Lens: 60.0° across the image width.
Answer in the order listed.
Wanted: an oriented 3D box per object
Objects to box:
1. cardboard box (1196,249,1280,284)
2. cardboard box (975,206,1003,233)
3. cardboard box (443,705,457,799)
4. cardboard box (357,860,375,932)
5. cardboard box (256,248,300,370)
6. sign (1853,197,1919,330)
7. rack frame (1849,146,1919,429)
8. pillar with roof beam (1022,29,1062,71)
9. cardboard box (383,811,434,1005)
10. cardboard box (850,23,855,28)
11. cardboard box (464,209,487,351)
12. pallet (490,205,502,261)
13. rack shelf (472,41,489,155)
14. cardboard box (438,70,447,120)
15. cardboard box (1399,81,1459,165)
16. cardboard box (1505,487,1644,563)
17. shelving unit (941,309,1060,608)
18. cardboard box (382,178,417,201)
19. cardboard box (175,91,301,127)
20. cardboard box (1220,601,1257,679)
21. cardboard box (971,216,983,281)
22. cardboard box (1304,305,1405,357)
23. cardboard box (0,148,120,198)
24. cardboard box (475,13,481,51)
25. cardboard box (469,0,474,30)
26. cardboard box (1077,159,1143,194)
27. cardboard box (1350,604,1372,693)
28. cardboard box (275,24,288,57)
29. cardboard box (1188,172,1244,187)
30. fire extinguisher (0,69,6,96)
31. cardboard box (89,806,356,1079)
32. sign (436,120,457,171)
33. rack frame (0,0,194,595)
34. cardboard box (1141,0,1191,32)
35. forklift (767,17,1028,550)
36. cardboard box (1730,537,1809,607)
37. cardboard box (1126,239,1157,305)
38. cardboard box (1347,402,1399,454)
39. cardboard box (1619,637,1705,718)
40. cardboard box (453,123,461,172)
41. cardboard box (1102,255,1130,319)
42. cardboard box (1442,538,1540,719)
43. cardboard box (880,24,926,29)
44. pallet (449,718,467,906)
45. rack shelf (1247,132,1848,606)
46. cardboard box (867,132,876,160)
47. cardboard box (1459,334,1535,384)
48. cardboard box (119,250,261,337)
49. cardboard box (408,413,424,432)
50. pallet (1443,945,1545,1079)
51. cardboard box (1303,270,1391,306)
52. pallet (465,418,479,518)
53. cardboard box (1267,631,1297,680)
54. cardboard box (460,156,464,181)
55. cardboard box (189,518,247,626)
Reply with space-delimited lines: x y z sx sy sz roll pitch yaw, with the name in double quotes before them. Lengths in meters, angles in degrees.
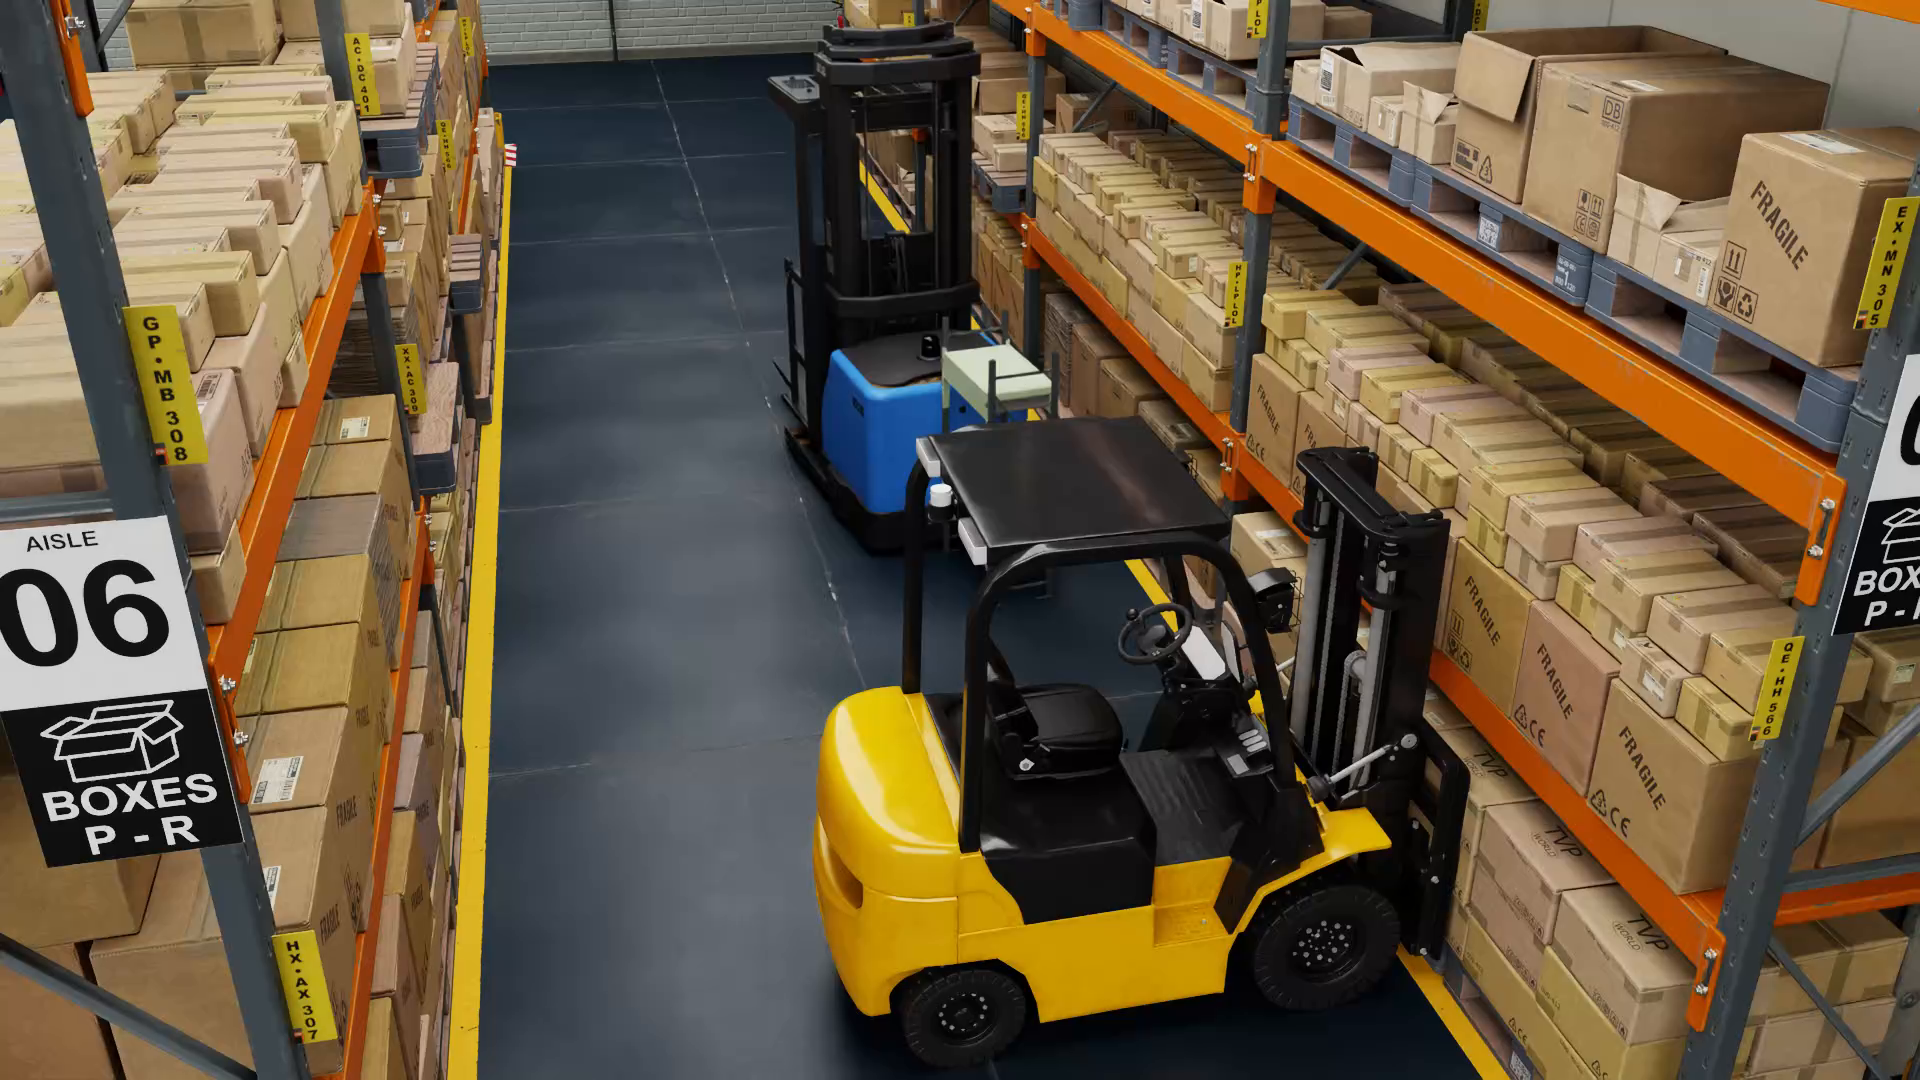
"cardboard box" 1.499 -1.458 8.979 0.380 0.149 0.250 -6 27 -12
"cardboard box" 0.341 -2.666 13.790 0.380 0.149 0.250 -7 28 -14
"cardboard box" -2.568 1.006 7.514 0.500 0.250 0.500 -5 27 -9
"cardboard box" -2.000 1.081 5.058 0.380 0.149 0.250 -6 27 -11
"cardboard box" -2.160 -0.610 4.637 0.500 0.250 0.500 -5 27 -10
"sign" 2.242 -0.666 4.018 0.100 0.325 0.005 -6 27 -12
"rack frame" 2.774 -1.695 3.620 1.000 3.000 0.127 -6 27 -12
"pillar with roof beam" -3.404 -6.923 13.978 9.100 9.000 0.400 -6 27 -12
"cardboard box" -2.207 1.352 5.996 0.500 0.500 0.500 -5 27 -11
"cardboard box" -1.026 -5.756 18.604 0.380 0.149 0.250 -6 27 -12
"cardboard box" -4.136 -1.965 12.707 0.875 0.875 0.875 -6 27 -11
"pallet" -4.861 -2.876 15.713 1.003 0.211 1.213 -6 27 -12
"rack shelf" -5.217 -4.336 16.309 1.077 0.370 4.000 -6 27 -12
"cardboard box" -3.859 -2.972 11.588 0.500 0.500 0.500 -6 27 -11
"cardboard box" 1.911 -1.601 6.337 0.396 0.266 0.258 -7 28 -13
"cardboard box" 2.166 -0.056 5.872 0.380 0.149 0.250 -5 27 -10
"shelving unit" 0.215 -0.465 9.507 0.431 1.500 0.755 -9 28 -18
"cardboard box" -3.221 -1.988 9.232 0.380 0.149 0.250 -7 28 -14
"cardboard box" -2.574 -1.503 5.964 0.380 0.149 0.250 -5 27 -10
"cardboard box" 1.658 0.514 8.489 0.500 0.250 0.500 -6 27 -11
"cardboard box" 0.308 -2.440 14.064 0.500 0.500 0.500 -7 28 -13
"cardboard box" 1.819 -0.965 7.673 0.380 0.149 0.250 -6 27 -11
"cardboard box" -2.863 -1.112 5.189 0.380 0.149 0.250 -6 27 -12
"cardboard box" -5.202 -5.173 17.058 0.500 0.500 0.500 -7 28 -13
"cardboard box" -4.961 -5.173 15.950 0.500 0.500 0.500 -6 27 -12
"cardboard box" 0.971 -2.352 10.750 0.380 0.149 0.250 -6 27 -11
"cardboard box" 1.904 0.508 7.390 0.500 0.250 0.500 -5 27 -10
"cardboard box" -3.345 -2.191 7.633 0.500 0.250 0.500 -6 27 -11
"cardboard box" 1.652 -2.193 10.434 0.380 0.149 0.250 -6 27 -12
"fire extinguisher" -10.074 -4.944 17.216 0.296 0.674 0.183 -6 27 -12
"cardboard box" -1.898 1.076 4.349 0.500 0.500 0.500 -6 27 -12
"sign" -3.338 -2.564 10.803 0.100 0.325 0.005 -6 27 -12
"rack frame" -2.062 -1.189 2.619 1.000 3.000 0.127 -6 27 -12
"cardboard box" 1.299 -2.934 8.927 0.500 0.311 0.500 -7 28 -13
"forklift" -0.563 -1.893 10.747 1.130 2.935 3.031 -9 28 -18
"cardboard box" 2.807 0.115 5.533 0.380 0.149 0.250 -5 27 -11
"cardboard box" 1.280 -1.568 9.640 0.500 0.250 0.500 -5 27 -11
"cardboard box" 1.874 -0.484 7.049 0.380 0.149 0.250 -6 27 -12
"cardboard box" 2.336 0.416 5.265 0.380 0.149 0.250 -6 27 -11
"cardboard box" -3.954 -2.874 12.226 0.500 0.250 0.500 -6 27 -12
"cardboard box" 1.179 -1.567 10.193 0.500 0.250 0.500 -5 27 -10
"cardboard box" 2.183 0.296 6.224 0.500 0.500 0.500 -6 27 -13
"cardboard box" -0.510 -4.988 16.639 0.500 0.250 0.500 -6 27 -12
"pallet" -2.777 1.269 7.501 1.003 0.211 1.213 -6 27 -12
"rack shelf" 2.323 -0.912 6.198 1.077 0.370 4.000 -6 27 -12
"cardboard box" -0.632 -4.455 18.055 0.700 0.500 0.500 -5 27 -9
"cardboard box" 2.445 -0.797 7.340 0.380 0.149 0.250 -6 27 -13
"cardboard box" -1.996 -0.613 4.201 0.380 0.149 0.250 -6 27 -12
"cardboard box" -2.780 -0.617 7.956 0.380 0.149 0.250 -6 27 -11
"pallet" 2.560 1.897 6.257 1.003 0.211 1.213 -6 27 -12
"cardboard box" 2.002 -1.283 8.631 0.380 0.149 0.250 -7 28 -13
"pallet" -3.690 -0.435 10.877 1.003 0.211 1.213 -6 27 -12
"cardboard box" 1.796 0.509 7.943 0.500 0.250 0.500 -6 27 -12
"cardboard box" -4.090 -2.867 12.768 0.500 0.250 0.500 -6 27 -12
"cardboard box" -1.820 0.084 3.705 0.380 0.149 0.250 -6 27 -12
